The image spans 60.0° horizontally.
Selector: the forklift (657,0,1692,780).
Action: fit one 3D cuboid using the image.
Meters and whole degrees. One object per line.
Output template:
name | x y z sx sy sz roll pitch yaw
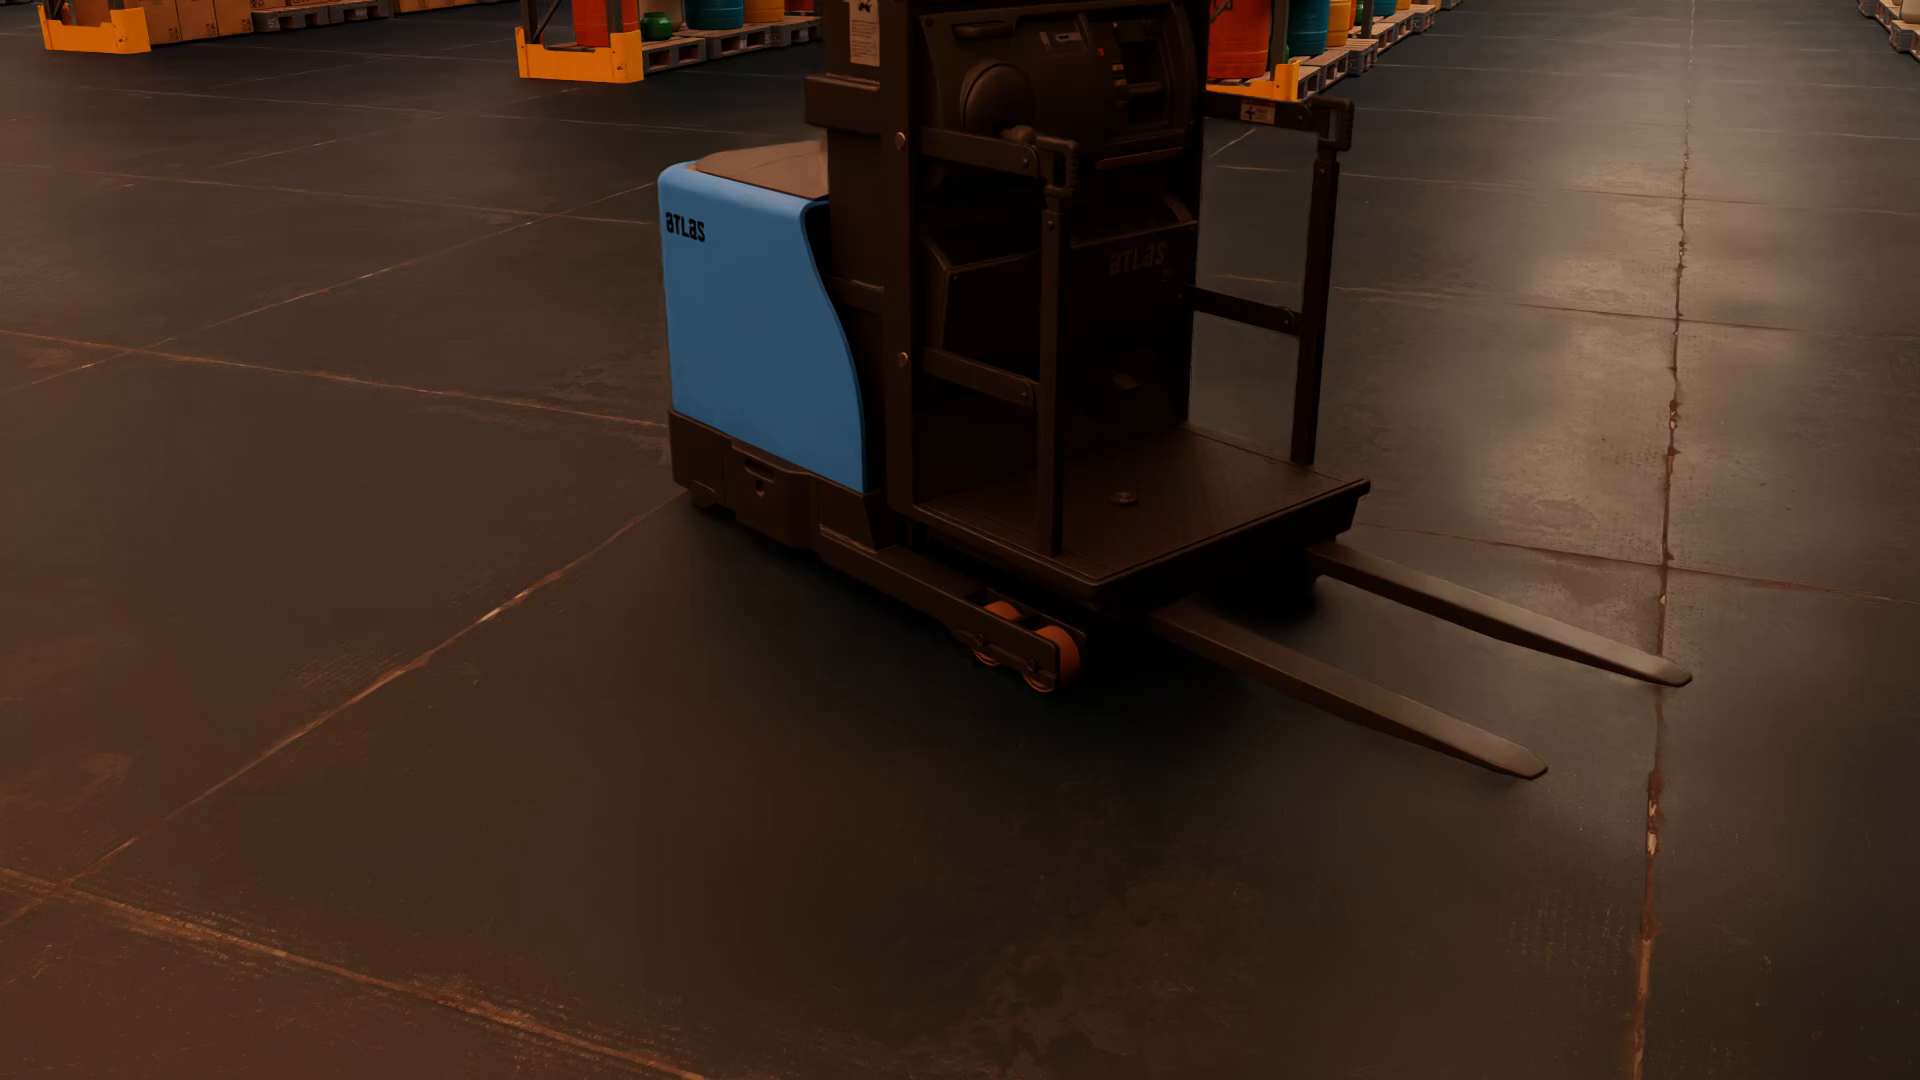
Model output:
forklift | 0.415 -1.190 4.138 1.130 2.935 3.031 -19 29 -37
